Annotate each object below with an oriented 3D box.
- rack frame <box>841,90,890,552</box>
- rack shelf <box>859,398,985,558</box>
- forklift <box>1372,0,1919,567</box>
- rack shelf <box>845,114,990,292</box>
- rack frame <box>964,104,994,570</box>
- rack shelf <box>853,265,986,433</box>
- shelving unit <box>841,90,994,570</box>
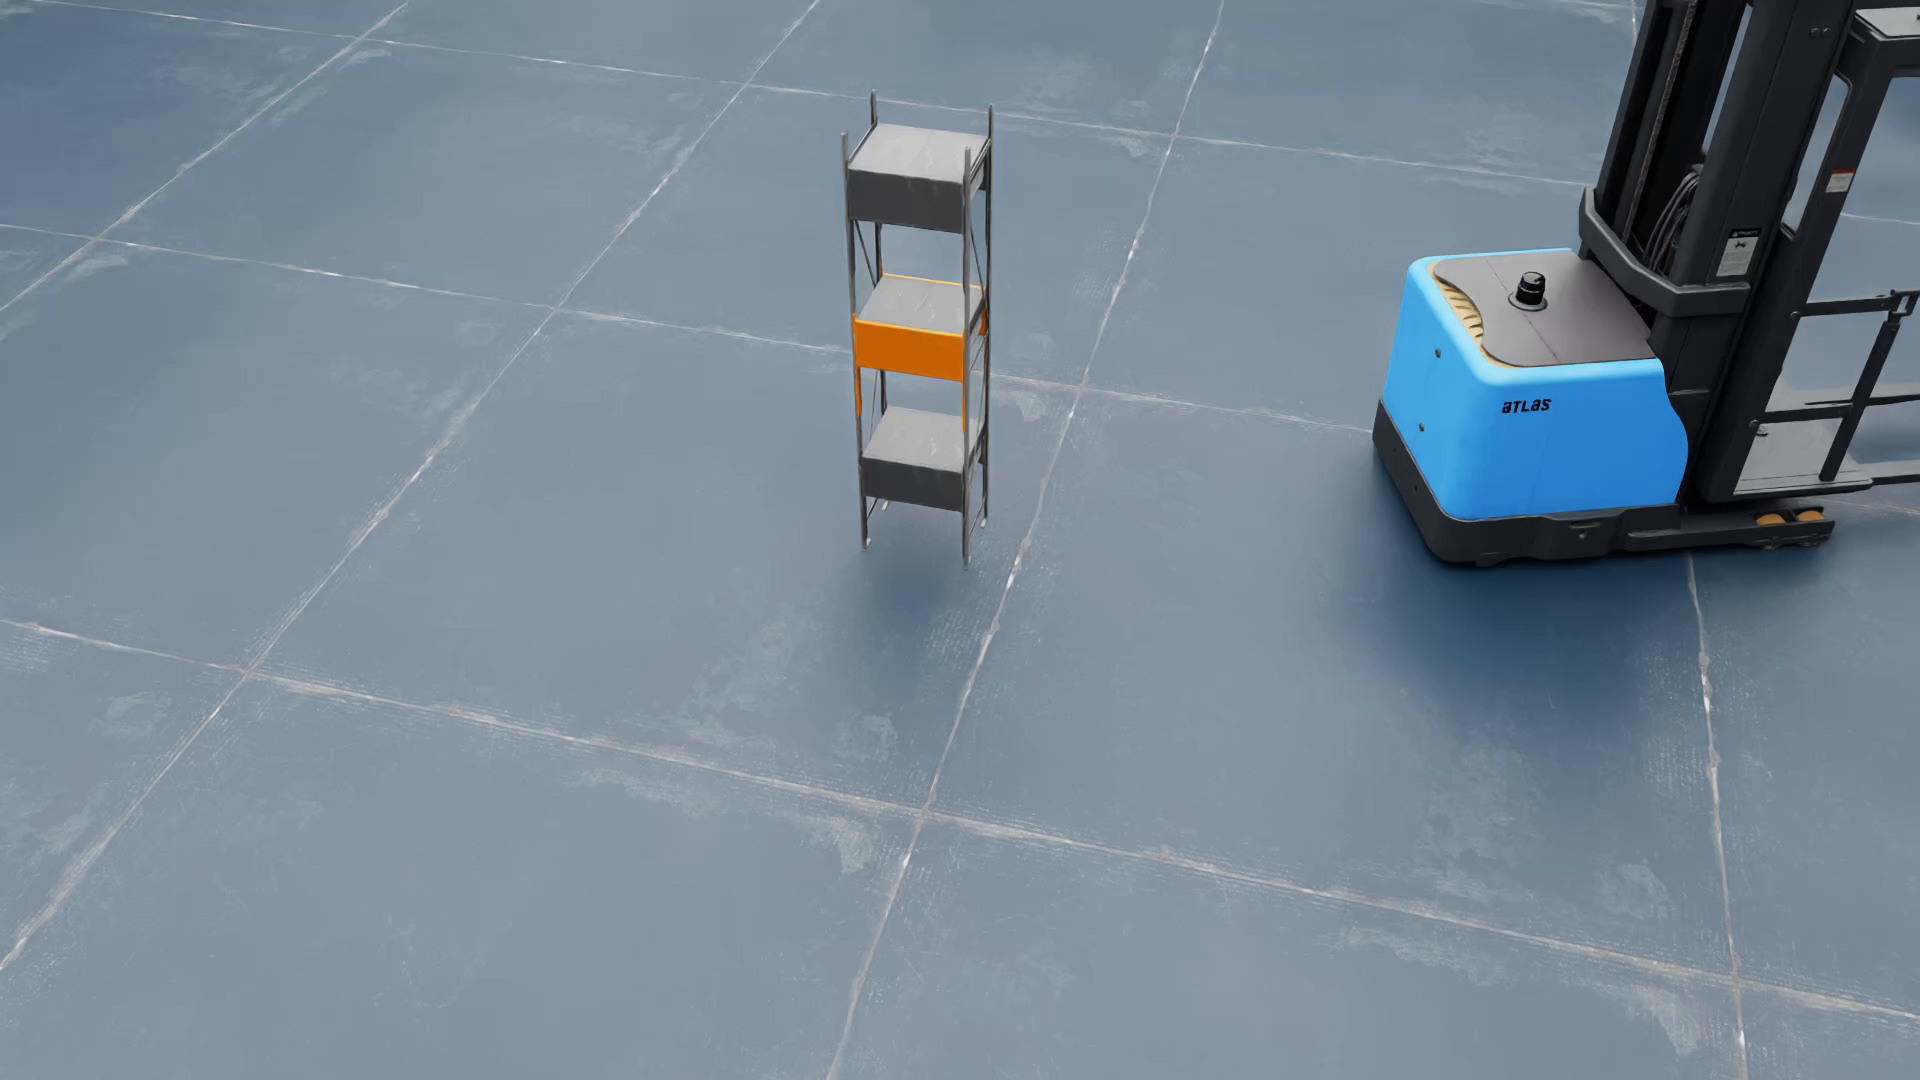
[{"bbox_3d":[-0.396,-0.872,7.180,0.015,2.100,0.400,10,41,11],"label":"rack frame"},{"bbox_3d":[-0.160,-0.285,7.591,0.480,0.518,0.431,10,41,11],"label":"rack shelf"},{"bbox_3d":[3.602,-1.414,7.179,3.031,2.935,1.130,-5,40,-5],"label":"forklift"},{"bbox_3d":[-0.160,-1.357,6.691,0.480,0.518,0.431,10,41,11],"label":"rack shelf"},{"bbox_3d":[0.076,-0.791,7.084,0.015,2.100,0.400,10,41,11],"label":"rack frame"},{"bbox_3d":[-0.160,-0.821,7.141,0.480,0.518,0.431,10,41,11],"label":"rack shelf"},{"bbox_3d":[-0.160,-0.832,7.132,0.503,2.100,0.431,10,41,11],"label":"shelving unit"}]
